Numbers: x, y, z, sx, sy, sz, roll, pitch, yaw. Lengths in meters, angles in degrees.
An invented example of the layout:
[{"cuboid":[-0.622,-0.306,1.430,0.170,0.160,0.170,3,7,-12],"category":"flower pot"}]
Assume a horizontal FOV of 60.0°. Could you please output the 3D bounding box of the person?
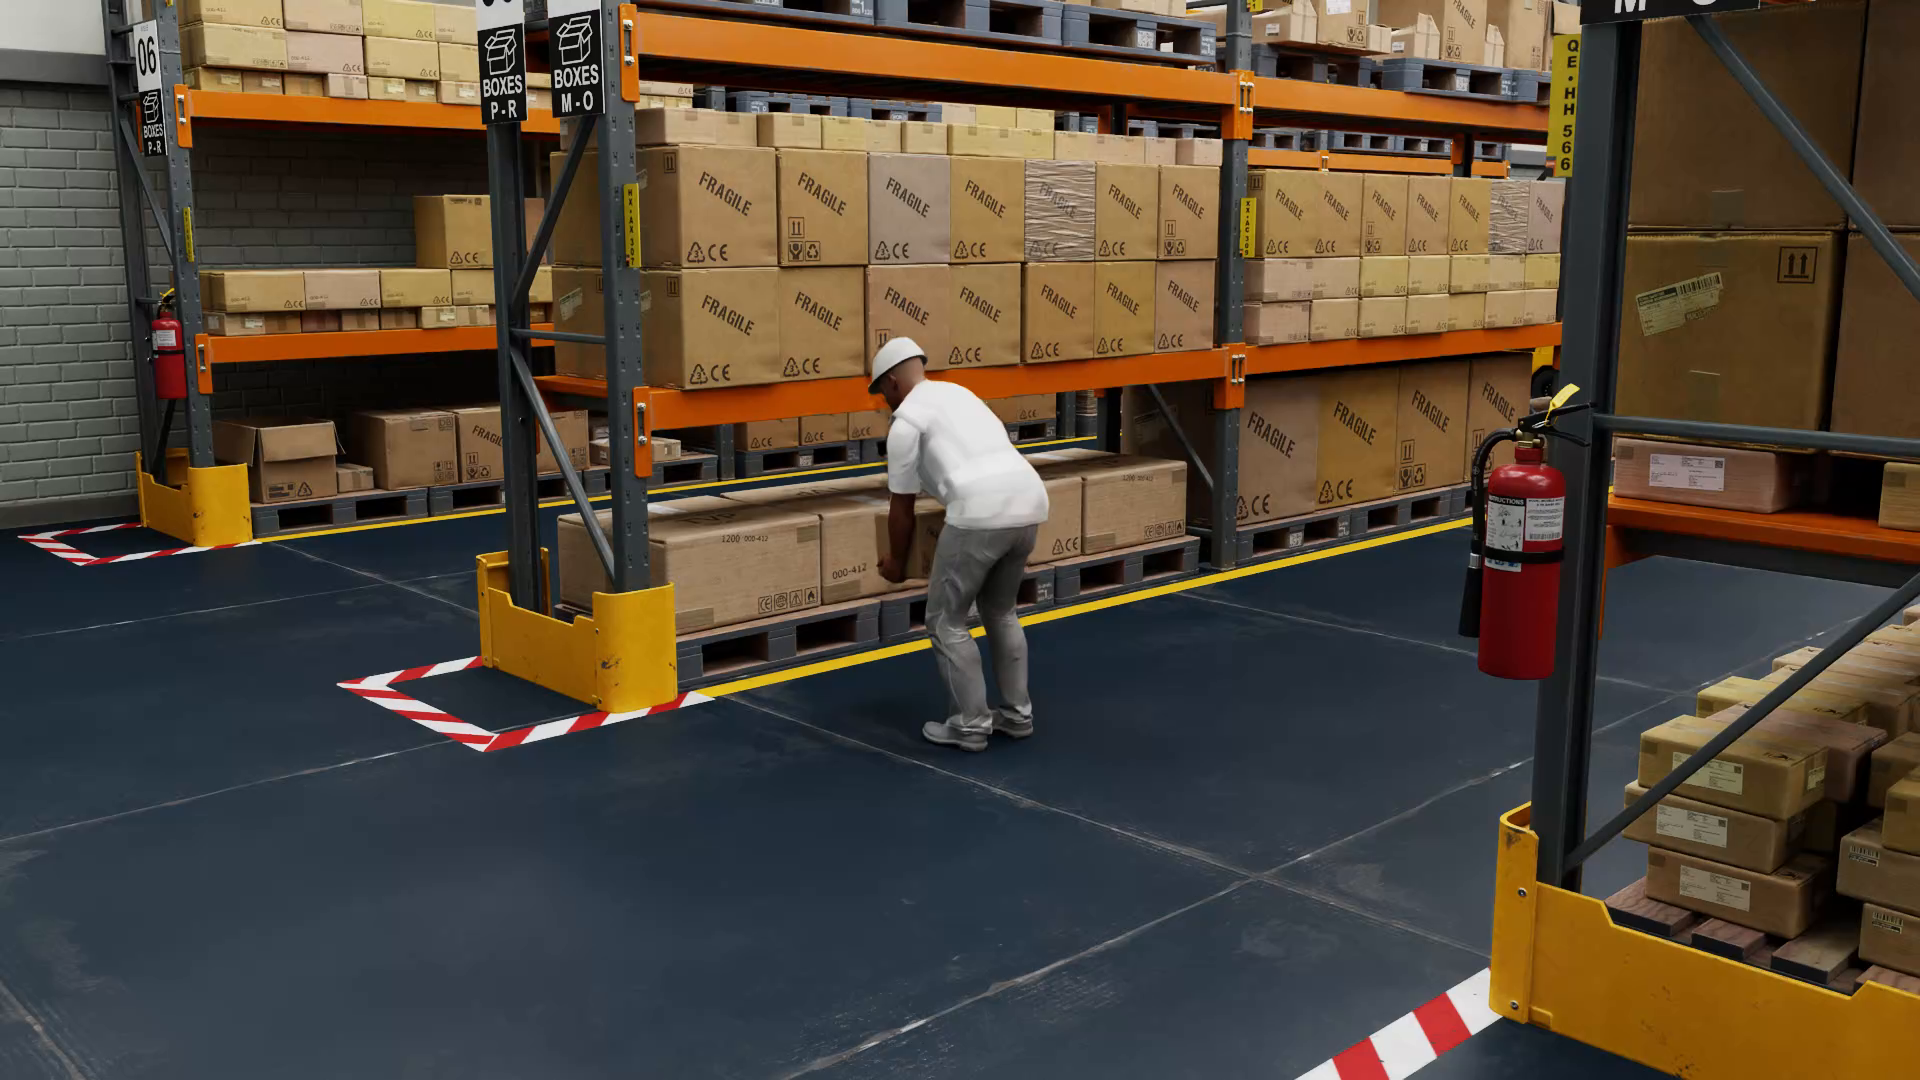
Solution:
[{"cuboid":[-0.046,-0.004,6.484,0.488,1.542,0.803,-10,15,-44],"category":"person"}]
